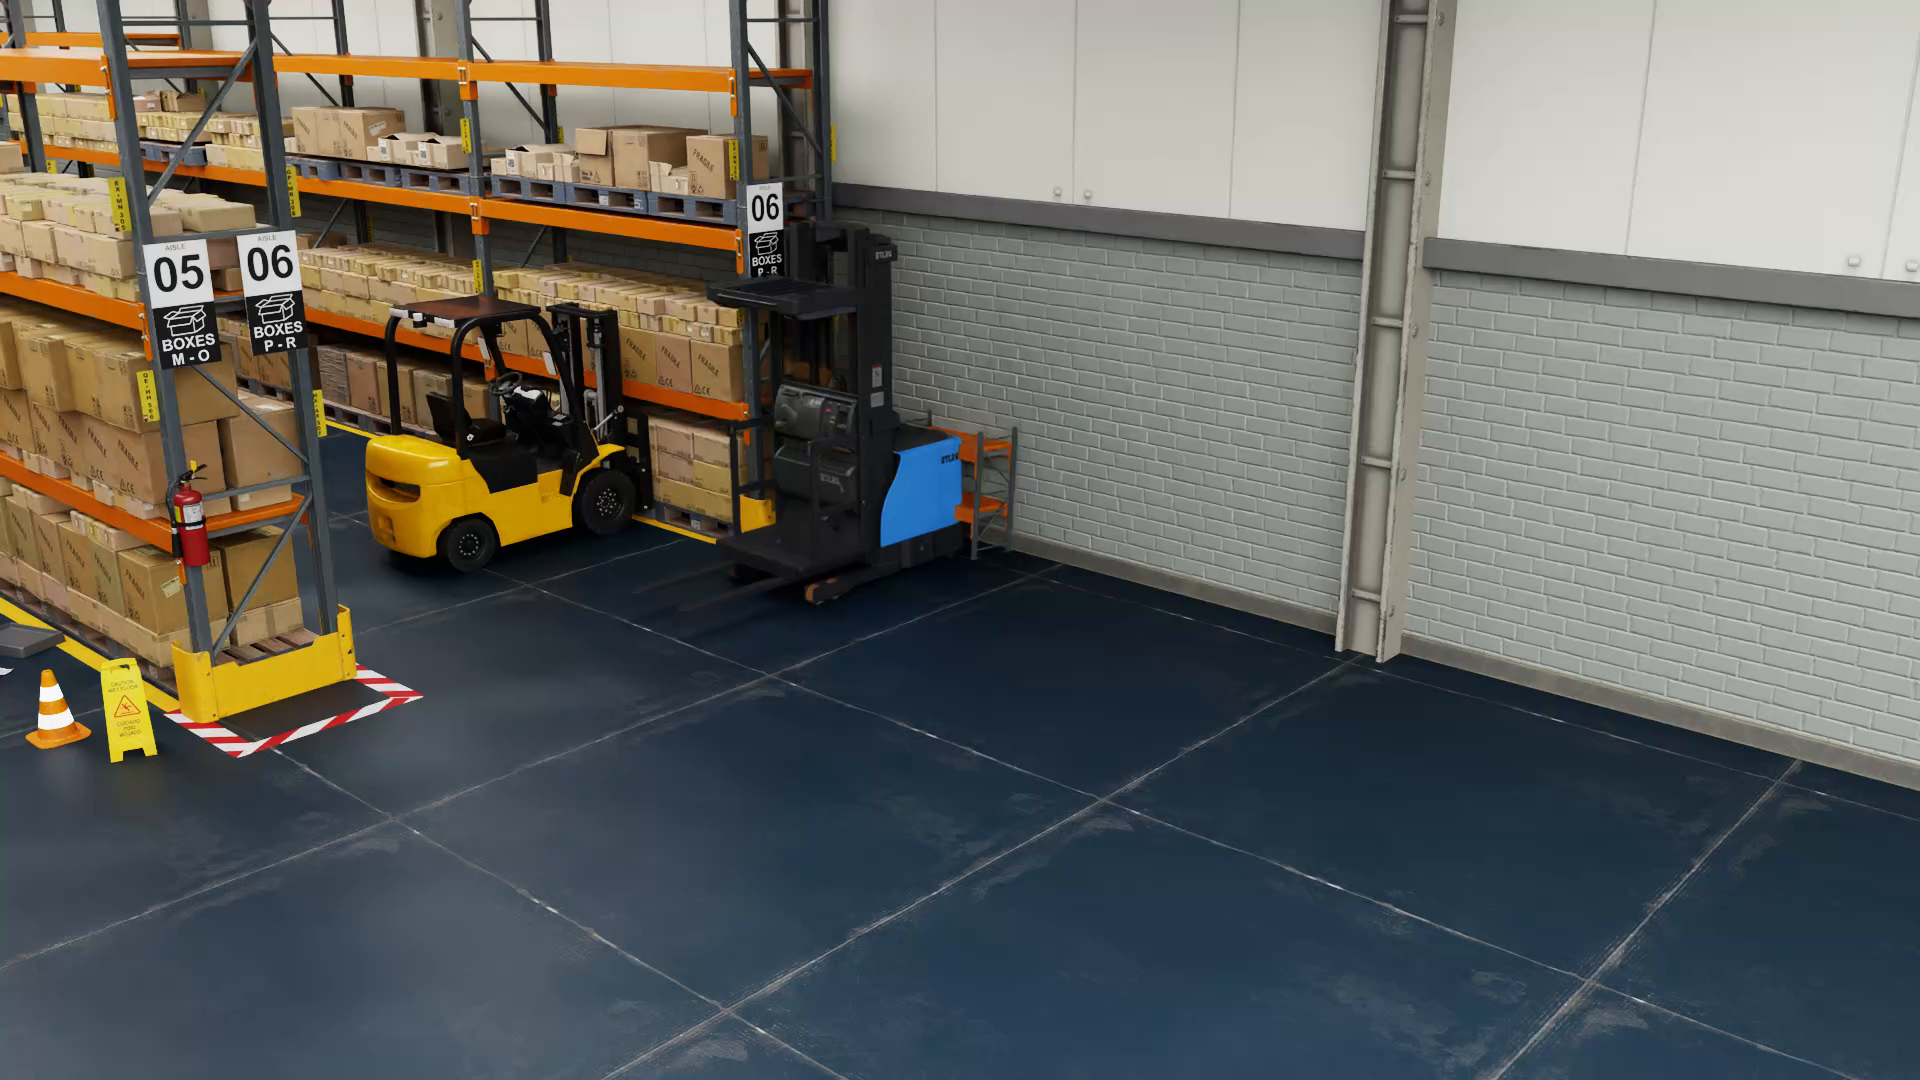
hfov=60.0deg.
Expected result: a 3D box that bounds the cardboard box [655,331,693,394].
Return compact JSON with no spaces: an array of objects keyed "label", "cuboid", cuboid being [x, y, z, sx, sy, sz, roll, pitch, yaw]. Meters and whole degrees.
[{"label":"cardboard box","cuboid":[-2.424,-1.653,15.195,0.500,0.500,0.500,16,24,41]}]

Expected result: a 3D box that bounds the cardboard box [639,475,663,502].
[{"label":"cardboard box","cuboid":[-2.795,-0.576,15.820,0.500,0.250,0.500,15,23,40]}]

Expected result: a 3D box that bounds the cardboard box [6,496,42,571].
[{"label":"cardboard box","cuboid":[-7.113,-0.101,13.084,0.500,0.500,0.500,16,24,41]}]

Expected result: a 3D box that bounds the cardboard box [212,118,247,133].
[{"label":"cardboard box","cuboid":[-8.717,-4.968,19.946,0.250,0.149,0.380,14,23,38]}]

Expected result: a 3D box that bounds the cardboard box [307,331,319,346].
[{"label":"cardboard box","cuboid":[-8.021,-2.425,20.161,0.250,0.149,0.380,14,22,37]}]

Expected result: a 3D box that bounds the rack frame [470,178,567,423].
[{"label":"rack frame","cuboid":[-4.492,-2.262,17.282,0.127,3.000,1.000,15,23,39]}]

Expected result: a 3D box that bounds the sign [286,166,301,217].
[{"label":"sign","cuboid":[-4.432,-2.305,11.011,0.005,0.325,0.100,15,23,39]}]

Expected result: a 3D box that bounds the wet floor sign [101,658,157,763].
[{"label":"wet floor sign","cuboid":[-5.360,1.067,10.683,0.267,0.644,0.232,-9,20,-27]}]

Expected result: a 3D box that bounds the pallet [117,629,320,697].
[{"label":"pallet","cuboid":[-5.433,0.807,12.219,1.213,0.211,1.003,15,23,39]}]

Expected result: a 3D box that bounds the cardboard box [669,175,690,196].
[{"label":"cardboard box","cuboid":[-2.321,-3.115,14.565,0.250,0.149,0.380,14,22,38]}]

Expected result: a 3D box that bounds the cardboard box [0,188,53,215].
[{"label":"cardboard box","cuboid":[-6.754,-2.443,11.988,0.250,0.149,0.380,15,23,38]}]

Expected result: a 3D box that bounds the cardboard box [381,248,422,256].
[{"label":"cardboard box","cuboid":[-6.453,-3.276,19.239,0.250,0.149,0.380,14,23,38]}]

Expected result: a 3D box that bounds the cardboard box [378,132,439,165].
[{"label":"cardboard box","cuboid":[-5.769,-4.142,17.533,0.500,0.311,0.500,14,22,37]}]

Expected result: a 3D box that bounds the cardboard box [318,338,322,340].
[{"label":"cardboard box","cuboid":[-7.966,-2.325,20.918,0.500,0.500,0.500,15,23,39]}]

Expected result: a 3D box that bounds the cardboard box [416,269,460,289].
[{"label":"cardboard box","cuboid":[-5.532,-2.769,17.641,0.250,0.149,0.380,14,22,38]}]

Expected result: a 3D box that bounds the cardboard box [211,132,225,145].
[{"label":"cardboard box","cuboid":[-8.853,-4.895,20.207,0.250,0.149,0.380,16,24,41]}]

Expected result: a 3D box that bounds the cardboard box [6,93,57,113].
[{"label":"cardboard box","cuboid":[-13.302,-6.264,23.862,0.500,0.250,0.500,15,23,39]}]

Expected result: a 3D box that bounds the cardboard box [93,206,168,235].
[{"label":"cardboard box","cuboid":[-5.408,-2.087,10.868,0.250,0.149,0.380,16,23,40]}]

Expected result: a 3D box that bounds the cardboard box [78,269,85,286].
[{"label":"cardboard box","cuboid":[-5.773,-1.823,11.355,0.250,0.149,0.380,15,23,40]}]

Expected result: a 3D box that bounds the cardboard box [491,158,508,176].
[{"label":"cardboard box","cuboid":[-4.357,-3.661,16.287,0.250,0.149,0.380,16,23,40]}]

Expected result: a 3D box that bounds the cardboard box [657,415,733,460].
[{"label":"cardboard box","cuboid":[-2.437,-0.949,15.340,0.500,0.250,0.500,16,23,40]}]

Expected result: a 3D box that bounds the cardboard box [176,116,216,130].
[{"label":"cardboard box","cuboid":[-9.352,-5.113,20.370,0.250,0.149,0.380,15,23,40]}]

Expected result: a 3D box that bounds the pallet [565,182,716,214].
[{"label":"pallet","cuboid":[-2.928,-3.240,15.548,1.213,0.211,1.003,15,23,39]}]

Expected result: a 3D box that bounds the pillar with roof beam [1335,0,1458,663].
[{"label":"pillar with roof beam","cuboid":[0.208,-2.484,8.062,0.400,9.000,9.100,15,23,39]}]

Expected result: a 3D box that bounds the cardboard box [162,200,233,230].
[{"label":"cardboard box","cuboid":[-5.121,-2.190,11.192,0.250,0.149,0.380,15,23,39]}]

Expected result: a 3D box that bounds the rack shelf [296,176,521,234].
[{"label":"rack shelf","cuboid":[-5.987,-3.751,18.202,4.000,0.370,1.077,15,23,39]}]

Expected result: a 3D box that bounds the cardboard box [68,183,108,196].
[{"label":"cardboard box","cuboid":[-6.386,-2.569,12.387,0.250,0.149,0.380,15,23,40]}]

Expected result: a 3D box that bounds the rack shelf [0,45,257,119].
[{"label":"rack shelf","cuboid":[-6.288,-3.252,11.677,4.000,0.370,1.077,15,23,39]}]

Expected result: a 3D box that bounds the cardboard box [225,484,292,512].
[{"label":"cardboard box","cuboid":[-4.908,-0.331,11.611,0.250,0.149,0.380,15,23,39]}]

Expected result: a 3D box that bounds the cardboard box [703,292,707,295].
[{"label":"cardboard box","cuboid":[-2.165,-2.237,15.471,0.250,0.149,0.380,15,23,40]}]

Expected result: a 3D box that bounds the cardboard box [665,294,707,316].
[{"label":"cardboard box","cuboid":[-2.463,-2.138,15.160,0.250,0.149,0.380,15,23,40]}]

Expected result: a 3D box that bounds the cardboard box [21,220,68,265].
[{"label":"cardboard box","cuboid":[-6.120,-2.082,11.510,0.500,0.250,0.500,16,24,41]}]

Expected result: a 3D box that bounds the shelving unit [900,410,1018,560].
[{"label":"shelving unit","cuboid":[-0.076,-0.510,14.800,1.048,1.125,0.538,15,18,40]}]

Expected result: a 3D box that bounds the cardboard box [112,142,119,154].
[{"label":"cardboard box","cuboid":[-10.940,-5.184,21.944,0.250,0.149,0.380,15,23,39]}]

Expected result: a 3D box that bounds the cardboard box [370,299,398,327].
[{"label":"cardboard box","cuboid":[-6.164,-2.541,18.408,0.500,0.250,0.500,16,24,41]}]

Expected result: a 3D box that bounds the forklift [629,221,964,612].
[{"label":"forklift","cuboid":[-1.337,-1.045,13.560,1.130,2.935,3.031,16,23,40]}]

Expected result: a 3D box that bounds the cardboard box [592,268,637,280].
[{"label":"cardboard box","cuboid":[-3.456,-2.619,16.677,0.250,0.149,0.380,14,23,38]}]

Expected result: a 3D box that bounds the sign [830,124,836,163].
[{"label":"sign","cuboid":[-1.127,-3.468,14.545,0.005,0.325,0.100,15,23,39]}]

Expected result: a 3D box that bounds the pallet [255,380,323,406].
[{"label":"pallet","cuboid":[-8.017,-1.895,20.734,1.213,0.211,1.003,15,23,39]}]

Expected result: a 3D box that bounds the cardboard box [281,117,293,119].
[{"label":"cardboard box","cuboid":[-8.163,-5.042,20.178,0.250,0.149,0.380,16,24,41]}]

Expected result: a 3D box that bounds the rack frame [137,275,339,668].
[{"label":"rack frame","cuboid":[-4.792,-0.336,11.210,0.127,3.000,1.000,15,23,39]}]

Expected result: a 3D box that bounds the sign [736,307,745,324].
[{"label":"sign","cuboid":[-1.870,-2.004,14.162,0.005,0.325,0.100,15,23,39]}]

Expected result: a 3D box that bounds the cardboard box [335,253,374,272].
[{"label":"cardboard box","cuboid":[-6.827,-3.143,18.819,0.250,0.149,0.380,15,23,40]}]

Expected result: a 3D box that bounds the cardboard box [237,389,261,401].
[{"label":"cardboard box","cuboid":[-5.351,-0.786,11.973,0.500,0.500,0.500,16,24,41]}]

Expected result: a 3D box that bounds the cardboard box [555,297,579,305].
[{"label":"cardboard box","cuboid":[-3.689,-2.279,16.096,0.250,0.149,0.380,15,23,39]}]

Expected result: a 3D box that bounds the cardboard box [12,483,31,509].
[{"label":"cardboard box","cuboid":[-7.082,-0.374,12.870,0.250,0.149,0.380,16,24,41]}]

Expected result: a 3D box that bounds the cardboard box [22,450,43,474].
[{"label":"cardboard box","cuboid":[-6.810,-0.624,12.535,0.250,0.149,0.380,15,23,40]}]

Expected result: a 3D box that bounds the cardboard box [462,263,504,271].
[{"label":"cardboard box","cuboid":[-5.169,-2.901,18.056,0.250,0.149,0.380,15,23,39]}]

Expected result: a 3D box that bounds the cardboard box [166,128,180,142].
[{"label":"cardboard box","cuboid":[-9.566,-5.019,20.565,0.250,0.149,0.380,16,23,41]}]

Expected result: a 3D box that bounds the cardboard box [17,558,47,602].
[{"label":"cardboard box","cuboid":[-7.115,0.256,13.198,0.500,0.250,0.500,17,24,42]}]

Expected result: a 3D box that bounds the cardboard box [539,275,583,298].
[{"label":"cardboard box","cuboid":[-3.873,-2.474,16.218,0.250,0.149,0.380,16,23,40]}]

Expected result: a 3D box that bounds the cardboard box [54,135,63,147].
[{"label":"cardboard box","cuboid":[-12.301,-5.535,23.052,0.250,0.149,0.380,15,23,39]}]

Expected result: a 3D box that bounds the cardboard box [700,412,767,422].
[{"label":"cardboard box","cuboid":[-2.110,-1.064,15.705,0.500,0.250,0.500,15,23,39]}]

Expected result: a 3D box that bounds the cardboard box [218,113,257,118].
[{"label":"cardboard box","cuboid":[-9.003,-5.231,20.741,0.250,0.149,0.380,16,23,41]}]

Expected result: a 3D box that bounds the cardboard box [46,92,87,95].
[{"label":"cardboard box","cuboid":[-12.949,-6.384,24.240,0.500,0.250,0.500,14,22,38]}]

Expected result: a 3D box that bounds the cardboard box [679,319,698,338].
[{"label":"cardboard box","cuboid":[-2.309,-1.933,15.006,0.250,0.149,0.380,16,23,40]}]

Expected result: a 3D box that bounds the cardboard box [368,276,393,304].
[{"label":"cardboard box","cuboid":[-6.161,-2.781,18.338,0.500,0.250,0.500,15,23,40]}]

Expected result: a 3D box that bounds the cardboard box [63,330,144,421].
[{"label":"cardboard box","cuboid":[-5.692,-1.158,11.492,0.500,0.500,0.700,15,23,40]}]

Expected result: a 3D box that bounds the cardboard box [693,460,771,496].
[{"label":"cardboard box","cuboid":[-2.071,-0.614,15.113,0.500,0.250,0.500,15,23,39]}]
